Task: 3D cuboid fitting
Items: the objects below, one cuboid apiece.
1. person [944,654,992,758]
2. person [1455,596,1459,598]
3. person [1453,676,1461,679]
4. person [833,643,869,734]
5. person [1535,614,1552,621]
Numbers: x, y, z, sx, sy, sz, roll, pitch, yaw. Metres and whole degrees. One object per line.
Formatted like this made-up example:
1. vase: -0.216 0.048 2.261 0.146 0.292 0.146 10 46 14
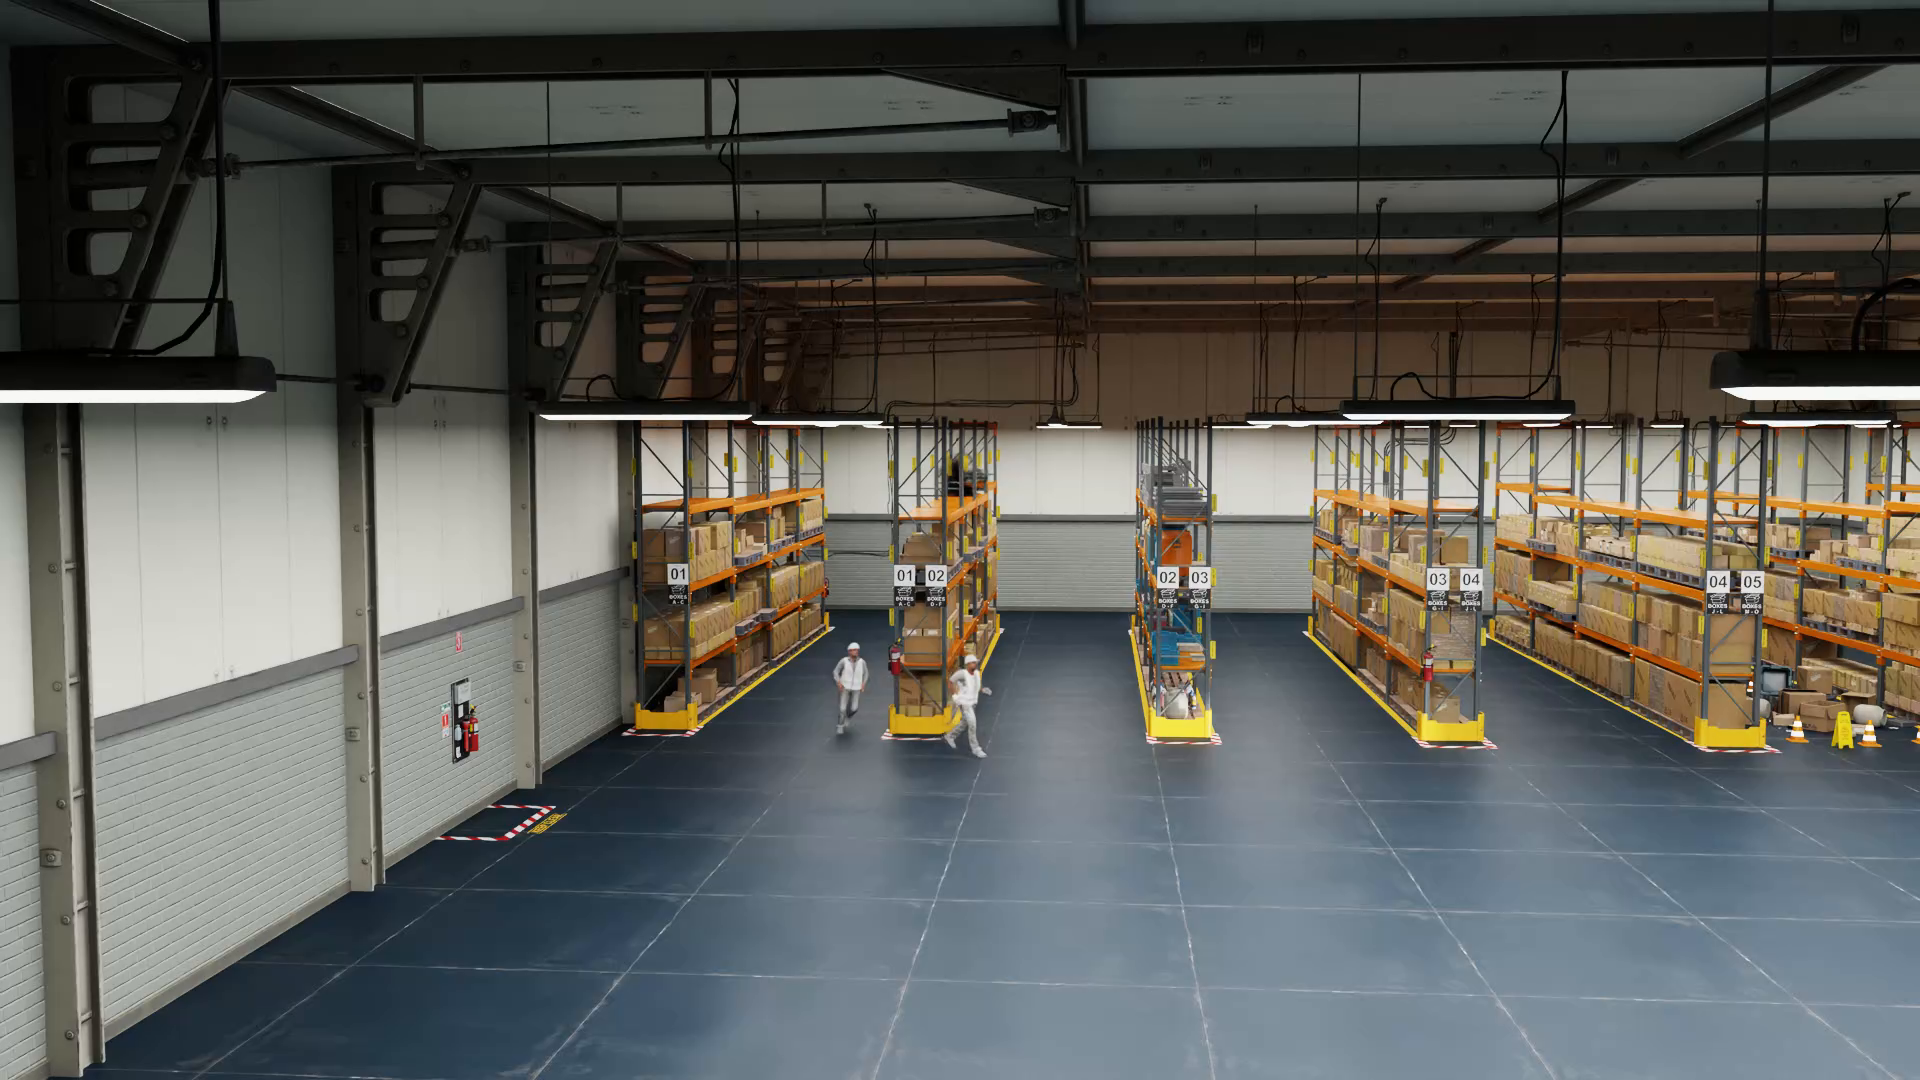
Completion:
1. person: 0.101 2.907 29.462 0.993 1.788 0.638 3 5 34
2. person: 13.670 1.840 46.604 0.688 1.590 0.994 3 5 42
3. person: 11.543 2.338 38.502 0.722 1.746 0.628 0 4 2
4. person: -2.065 2.813 31.629 0.705 1.724 0.496 -1 4 -12
5. person: 16.625 1.744 47.602 0.586 1.741 0.636 -1 4 -10
